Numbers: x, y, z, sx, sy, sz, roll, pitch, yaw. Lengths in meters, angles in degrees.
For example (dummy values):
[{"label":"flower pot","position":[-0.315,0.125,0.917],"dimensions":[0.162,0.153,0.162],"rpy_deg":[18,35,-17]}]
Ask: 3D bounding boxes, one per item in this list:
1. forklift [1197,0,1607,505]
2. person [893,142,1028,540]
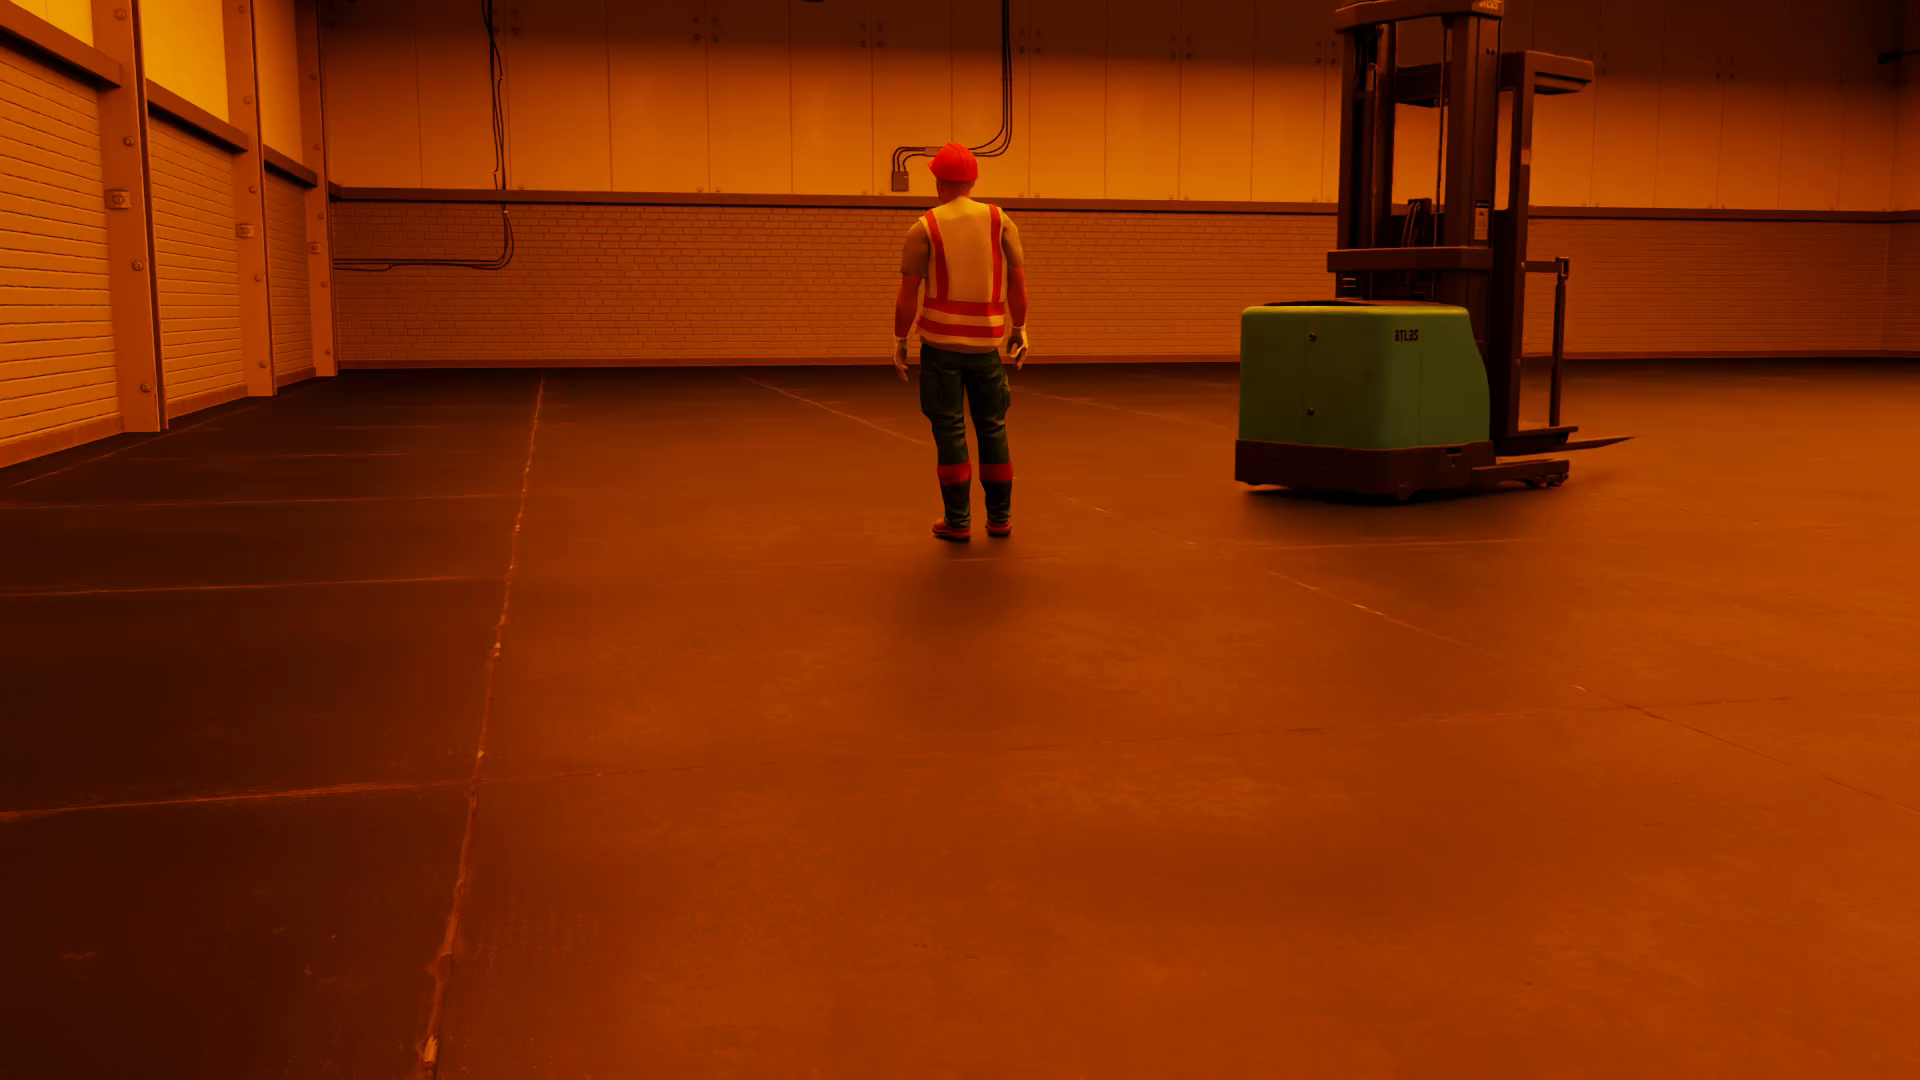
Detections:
[{"label":"forklift","position":[2.801,-1.778,9.837],"dimensions":[3.031,2.935,1.130],"rpy_deg":[-7,10,-40]},{"label":"person","position":[-0.006,-0.905,7.662],"dimensions":[0.637,1.788,0.563],"rpy_deg":[-2,8,-13]}]
